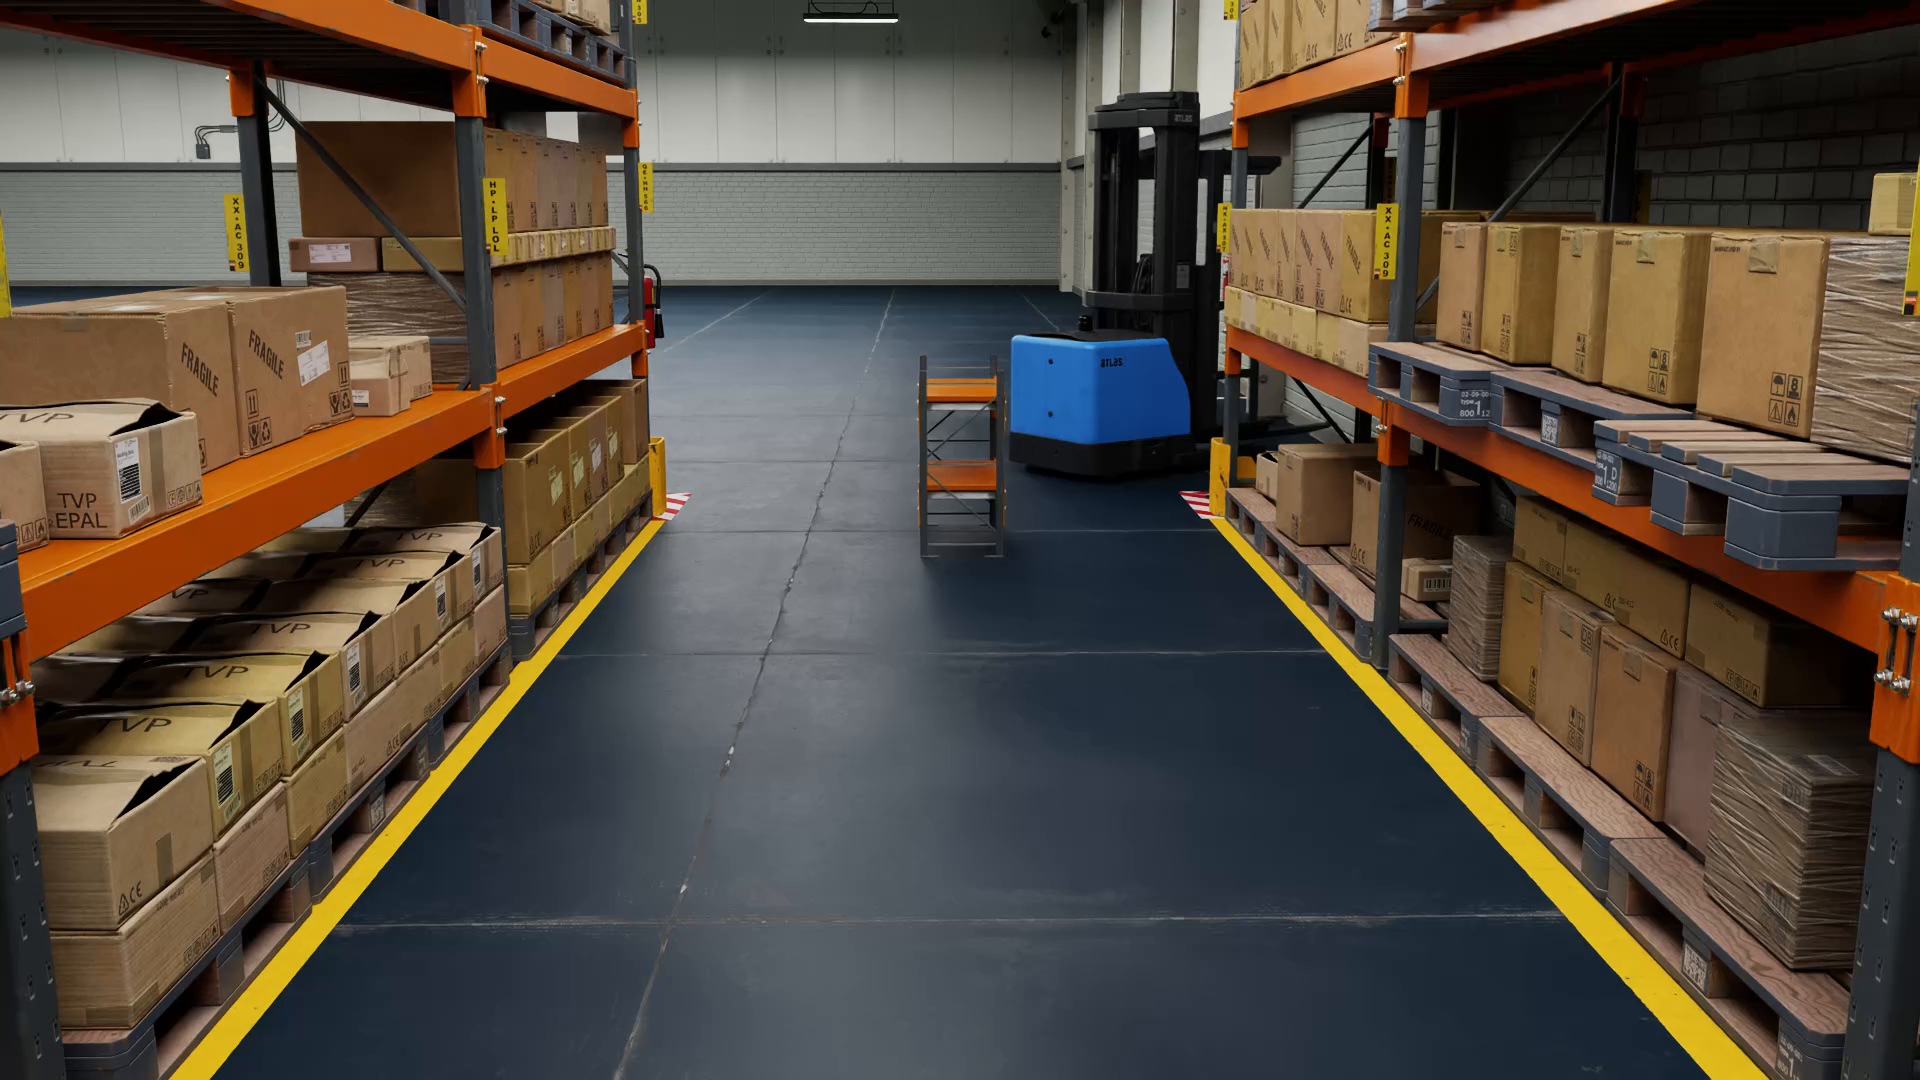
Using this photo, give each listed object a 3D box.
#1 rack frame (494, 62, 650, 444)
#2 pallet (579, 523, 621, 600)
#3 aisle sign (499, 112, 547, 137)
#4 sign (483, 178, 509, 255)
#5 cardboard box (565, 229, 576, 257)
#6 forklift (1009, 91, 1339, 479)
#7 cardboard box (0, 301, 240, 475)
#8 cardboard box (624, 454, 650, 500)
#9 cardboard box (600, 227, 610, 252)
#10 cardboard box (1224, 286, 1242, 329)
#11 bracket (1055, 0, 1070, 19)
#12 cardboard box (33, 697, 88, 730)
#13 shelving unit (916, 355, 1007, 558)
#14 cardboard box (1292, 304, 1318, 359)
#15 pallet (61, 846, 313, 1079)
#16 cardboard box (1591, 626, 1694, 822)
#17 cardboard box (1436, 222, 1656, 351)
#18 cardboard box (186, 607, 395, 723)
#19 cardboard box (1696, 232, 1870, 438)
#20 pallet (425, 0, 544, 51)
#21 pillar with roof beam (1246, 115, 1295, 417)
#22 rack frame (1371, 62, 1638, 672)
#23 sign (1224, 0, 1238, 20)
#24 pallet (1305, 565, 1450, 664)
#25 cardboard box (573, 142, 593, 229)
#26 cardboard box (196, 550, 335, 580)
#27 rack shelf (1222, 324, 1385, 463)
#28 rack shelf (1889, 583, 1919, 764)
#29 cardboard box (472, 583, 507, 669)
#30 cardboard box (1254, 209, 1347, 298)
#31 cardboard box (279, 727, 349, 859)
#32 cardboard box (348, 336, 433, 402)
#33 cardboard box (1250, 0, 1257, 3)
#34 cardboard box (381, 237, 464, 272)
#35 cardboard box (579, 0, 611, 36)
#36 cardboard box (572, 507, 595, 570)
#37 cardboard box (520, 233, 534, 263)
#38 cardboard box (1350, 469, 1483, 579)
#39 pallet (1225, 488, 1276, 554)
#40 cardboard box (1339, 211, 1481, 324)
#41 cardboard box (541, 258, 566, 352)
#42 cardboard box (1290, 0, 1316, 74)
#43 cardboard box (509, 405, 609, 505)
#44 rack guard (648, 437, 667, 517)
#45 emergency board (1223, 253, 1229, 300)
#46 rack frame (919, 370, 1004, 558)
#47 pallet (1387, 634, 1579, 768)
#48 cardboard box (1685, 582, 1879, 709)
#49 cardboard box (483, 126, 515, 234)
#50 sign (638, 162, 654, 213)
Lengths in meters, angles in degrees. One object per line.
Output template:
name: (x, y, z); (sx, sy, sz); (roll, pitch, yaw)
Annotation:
rack frame: (-2.630, -1.656, 11.176); (1.000, 3.000, 0.127); (0, 11, -1)
pallet: (-2.550, 0.105, 9.512); (1.003, 0.211, 1.213); (0, 11, -1)
aisle sign: (-2.937, -2.941, 10.975); (0.394, 0.787, 0.004); (0, 11, -1)
sign: (-2.005, -1.393, 7.170); (0.100, 0.325, 0.005); (0, 11, -1)
cardboard box: (-2.403, -1.690, 9.462); (0.380, 0.149, 0.250); (0, 11, 0)
forklift: (1.886, -2.105, 13.565); (3.031, 2.935, 1.130); (-8, 14, -35)
cardboard box: (-2.515, -0.448, 4.971); (0.500, 0.500, 0.500); (-1, 11, -4)
cardboard box: (-2.323, -0.409, 10.888); (0.500, 0.250, 0.500); (0, 11, -1)
cardboard box: (-2.425, -1.895, 10.474); (0.380, 0.149, 0.250); (0, 11, 0)
cardboard box: (2.015, -1.515, 10.808); (0.500, 0.250, 0.500); (-1, 11, -3)
bracket: (2.289, -11.613, 36.113); (0.076, 0.066, 4.783); (0, 11, -1)
cardboard box: (-2.739, 0.595, 4.530); (0.500, 0.311, 0.500); (0, 11, -2)
shelving unit: (0.000, -0.550, 10.441); (0.538, 1.125, 1.048); (0, 11, -1)
cardboard box: (2.065, -1.110, 8.812); (0.500, 0.250, 0.500); (0, 11, -1)
pallet: (-2.442, 1.137, 4.422); (1.003, 0.211, 1.213); (0, 11, -1)
cardboard box: (2.488, 0.579, 5.344); (0.700, 0.500, 0.500); (0, 11, -1)
cardboard box: (2.382, -1.045, 6.807); (0.700, 0.500, 0.500); (0, 11, -1)
cardboard box: (-2.220, 0.388, 5.550); (0.500, 0.311, 0.500); (0, 11, -2)
cardboard box: (2.430, -0.555, 4.395); (0.700, 0.500, 0.500); (-1, 12, -7)
pallet: (-2.591, -2.457, 7.802); (1.003, 0.211, 1.213); (0, 11, -1)
pillar with roof beam: (-1.226, -5.656, 15.807); (9.100, 9.000, 0.400); (0, 11, -1)
rack frame: (2.406, -0.882, 7.360); (1.000, 3.000, 0.127); (0, 11, -1)
sign: (1.780, -3.573, 10.883); (0.100, 0.325, 0.005); (0, 11, -1)
pallet: (2.356, 0.352, 8.295); (1.003, 0.211, 1.213); (0, 11, -1)
cardboard box: (-2.615, -2.133, 10.012); (0.700, 0.500, 0.500); (-1, 11, -3)
cardboard box: (-2.782, 0.189, 6.532); (0.500, 0.311, 0.500); (0, 11, -2)
rack shelf: (2.364, -0.927, 9.392); (1.077, 0.370, 4.000); (0, 11, -1)
rack shelf: (2.529, 0.664, 1.553); (1.077, 0.370, 4.000); (0, 11, -1)
cardboard box: (-2.249, 0.362, 7.088); (0.500, 0.250, 0.500); (0, 11, -2)
cardboard box: (2.037, -1.683, 9.753); (0.500, 0.500, 0.500); (-1, 11, -3)
cardboard box: (-2.210, 0.768, 5.090); (0.500, 0.250, 0.500); (-1, 11, -3)
cardboard box: (-2.493, -0.689, 6.790); (0.500, 0.250, 0.500); (0, 11, 2)
cardboard box: (2.048, -3.518, 9.995); (0.500, 0.500, 0.500); (0, 11, -2)
cardboard box: (-2.359, -1.282, 7.449); (0.380, 0.149, 0.250); (0, 11, -1)
cardboard box: (-2.342, -3.099, 9.714); (0.500, 0.250, 0.500); (0, 11, -1)
cardboard box: (-2.264, -0.011, 8.929); (0.500, 0.250, 0.500); (0, 11, -1)
cardboard box: (-2.381, -1.485, 8.450); (0.380, 0.149, 0.250); (-1, 11, -3)
cardboard box: (2.344, -0.078, 8.581); (0.500, 0.500, 0.500); (-1, 12, -5)
pallet: (2.306, -0.133, 10.686); (1.003, 0.211, 1.213); (0, 11, -1)
cardboard box: (2.087, -1.278, 7.756); (0.500, 0.500, 0.500); (0, 11, -1)
cardboard box: (-2.598, -1.304, 9.191); (0.700, 0.500, 0.500); (0, 11, 1)
cardboard box: (2.102, -2.822, 9.077); (0.500, 0.500, 0.500); (0, 11, 2)
cardboard box: (-2.277, -0.478, 9.344); (0.500, 0.500, 0.500); (0, 11, -1)
rack guard: (-2.630, -0.435, 11.448); (1.175, 0.500, 0.348); (0, 11, -1)
emergency board: (3.065, -3.225, 18.912); (0.194, 1.169, 0.643); (0, 11, -1)
rack frame: (0.011, -0.449, 9.943); (0.500, 1.125, 0.032); (0, 11, -1)
pallet: (2.423, 0.640, 6.875); (1.003, 0.211, 1.213); (0, 11, -1)
cardboard box: (2.472, 0.299, 4.835); (0.500, 0.250, 0.500); (0, 11, 0)
cardboard box: (-2.574, -1.734, 8.047); (0.700, 0.500, 0.500); (0, 11, -1)
sign: (-2.087, -2.339, 11.034); (0.100, 0.325, 0.005); (0, 11, -1)
